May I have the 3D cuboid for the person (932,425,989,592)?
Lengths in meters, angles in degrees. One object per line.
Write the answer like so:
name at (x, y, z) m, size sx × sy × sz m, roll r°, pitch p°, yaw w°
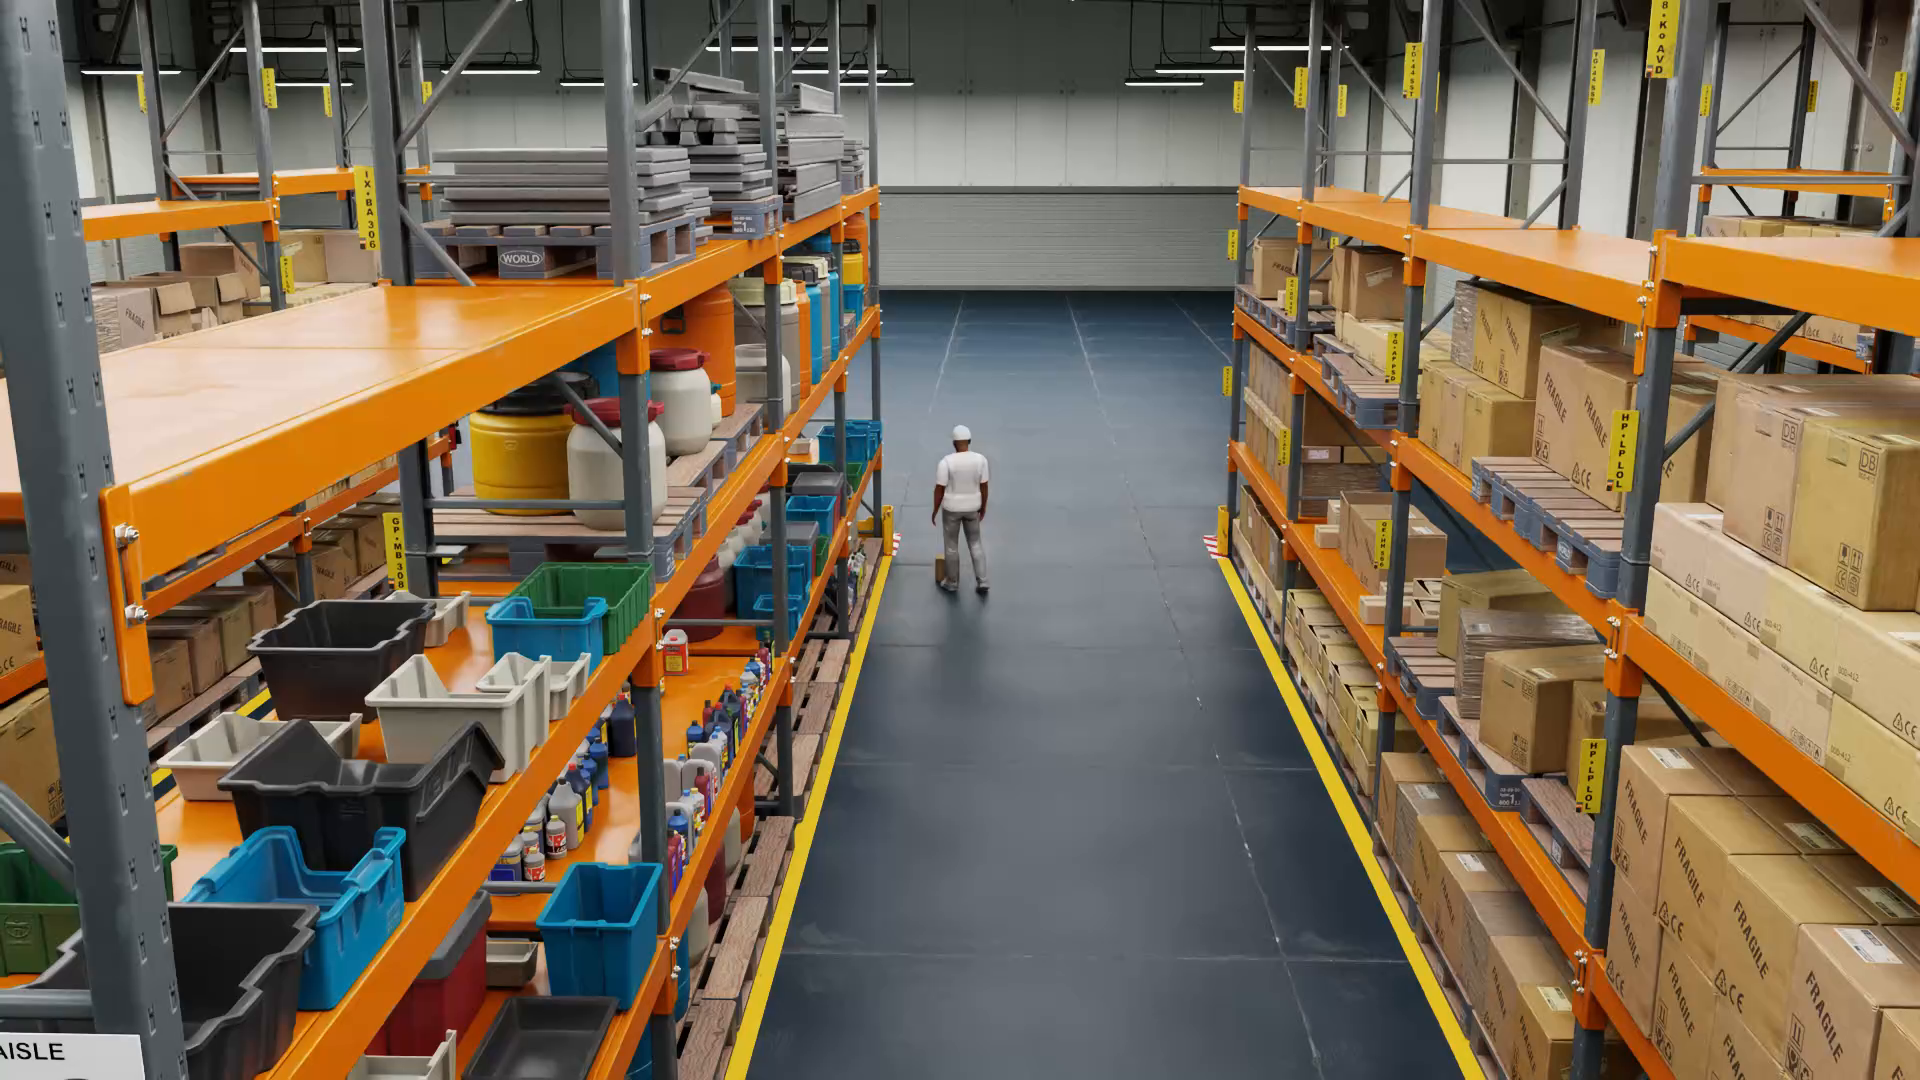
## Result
person at (-0.012, -0.312, 17.302) m, size 0.588 × 1.810 × 0.493 m, roll -4°, pitch 14°, yaw -17°
